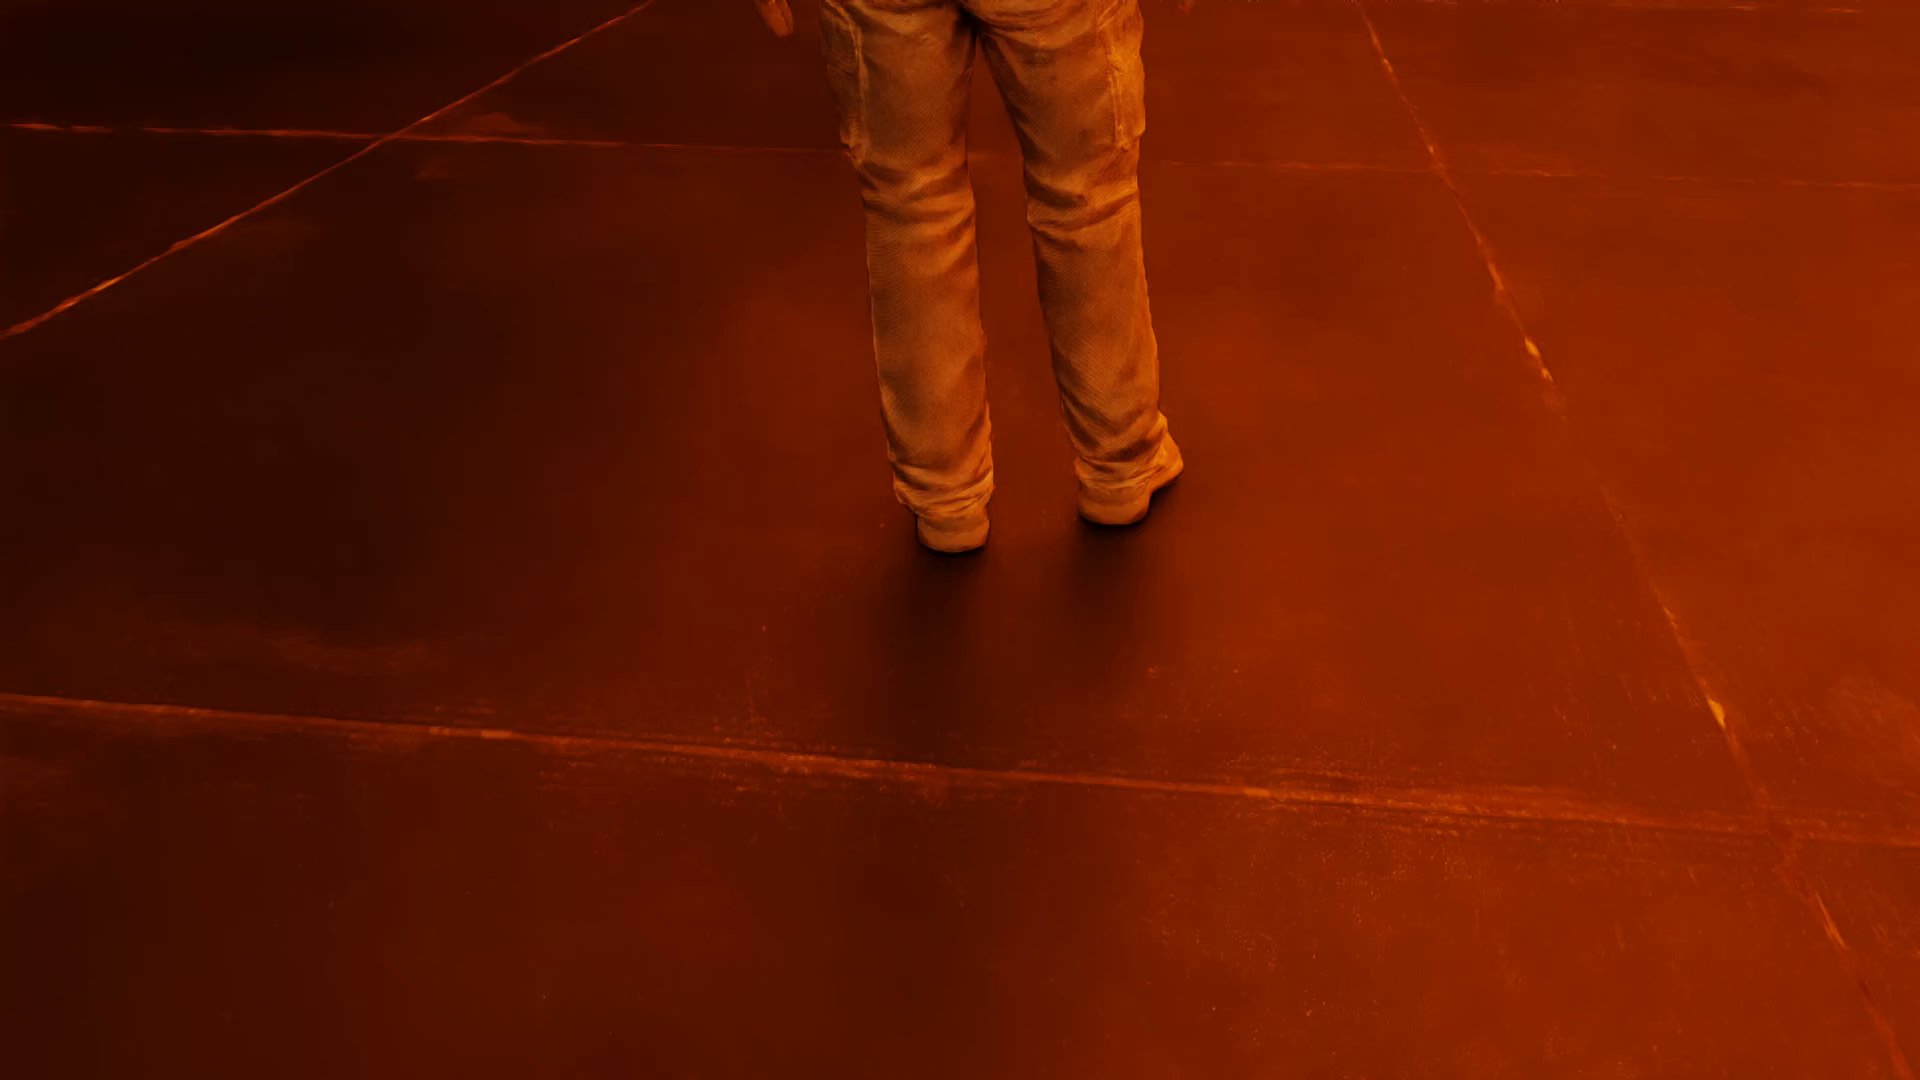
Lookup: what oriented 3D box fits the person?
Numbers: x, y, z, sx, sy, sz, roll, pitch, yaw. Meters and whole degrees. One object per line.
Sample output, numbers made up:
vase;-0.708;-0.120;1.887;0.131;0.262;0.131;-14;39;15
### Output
person;0.017;-0.835;2.162;0.655;1.782;0.576;3;27;7
